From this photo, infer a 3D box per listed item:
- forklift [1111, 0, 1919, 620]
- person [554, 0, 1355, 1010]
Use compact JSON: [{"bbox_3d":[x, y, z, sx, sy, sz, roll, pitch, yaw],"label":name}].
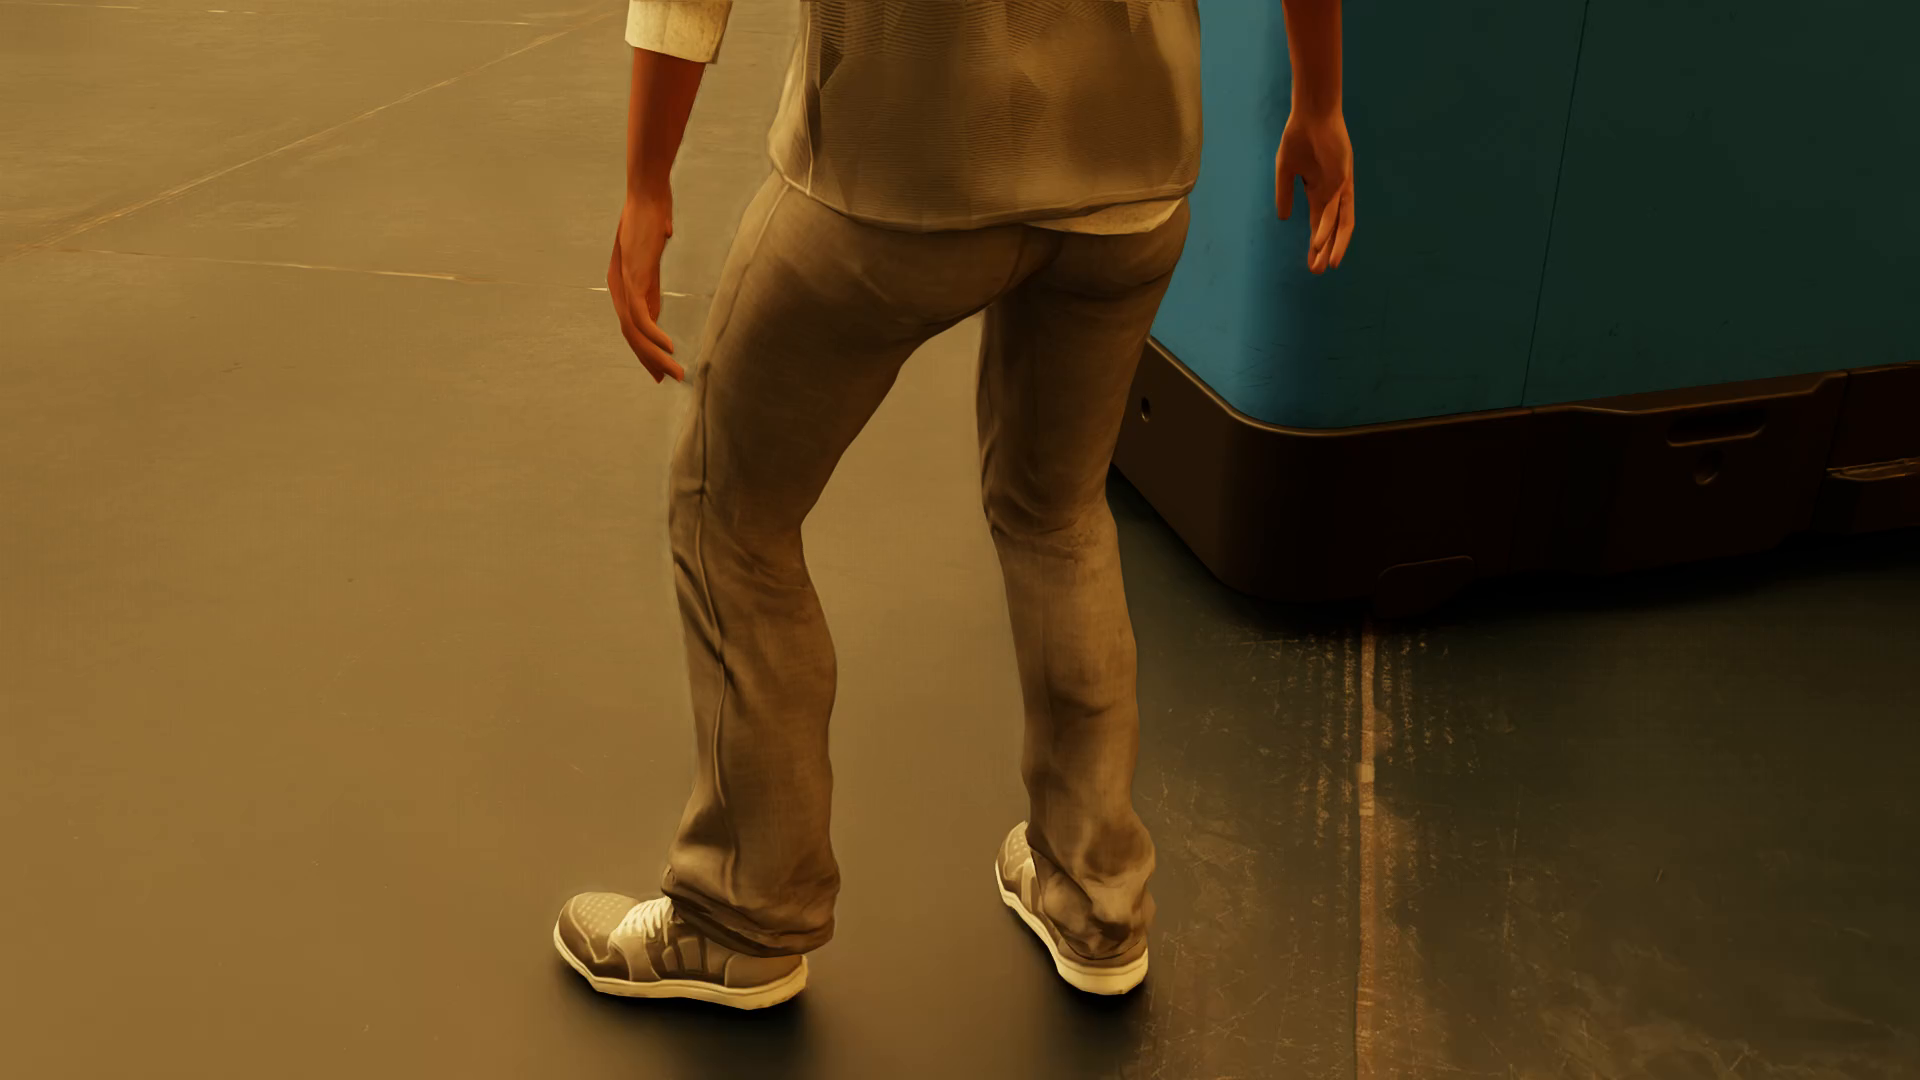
[{"bbox_3d":[1.685,-1.564,2.346,3.031,2.935,1.130,-7,28,-14],"label":"forklift"},{"bbox_3d":[-0.020,-0.290,1.350,0.728,1.570,0.381,-12,29,-23],"label":"person"}]
